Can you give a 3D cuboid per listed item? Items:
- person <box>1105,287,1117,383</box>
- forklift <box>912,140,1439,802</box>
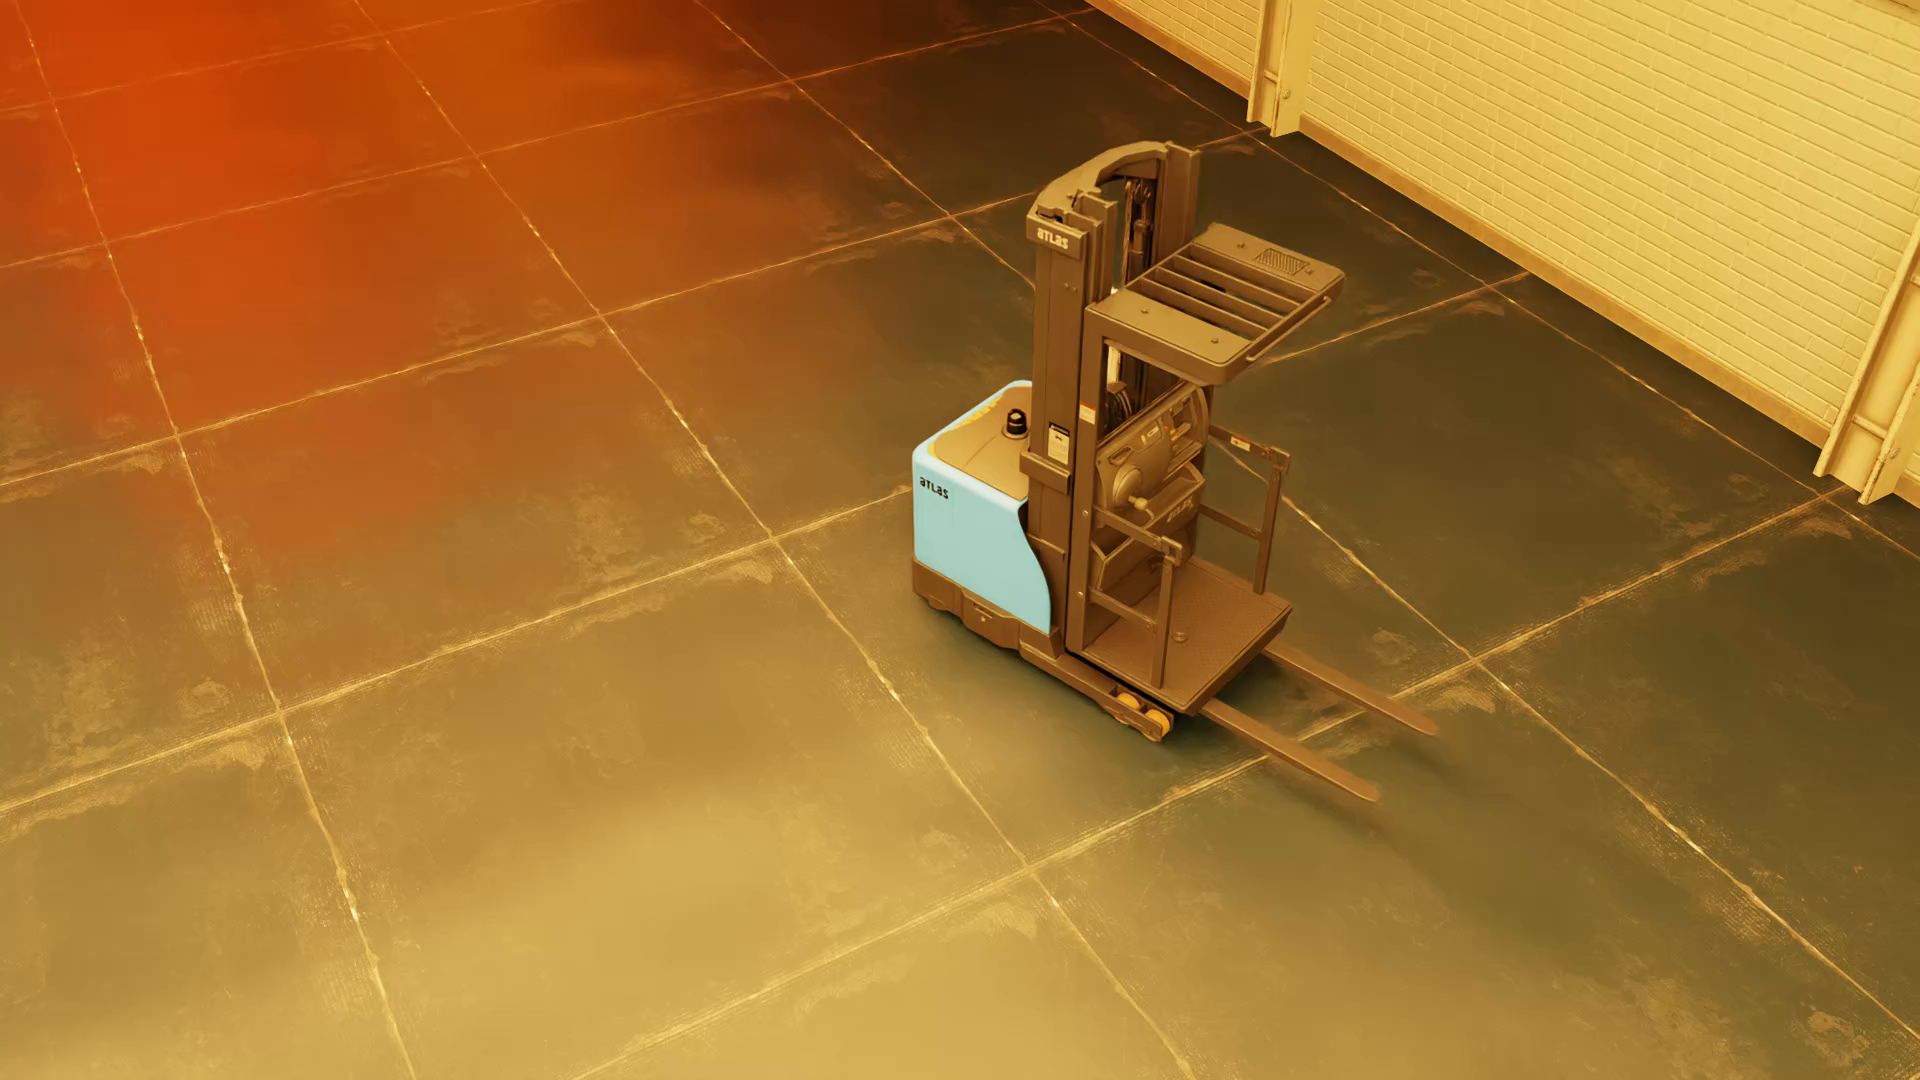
[{"bbox_3d":[0.791,-1.006,10.183,0.809,1.743,0.392,26,46,28],"label":"person"},{"bbox_3d":[1.165,-0.425,8.548,3.031,2.935,1.130,29,48,30],"label":"forklift"}]
